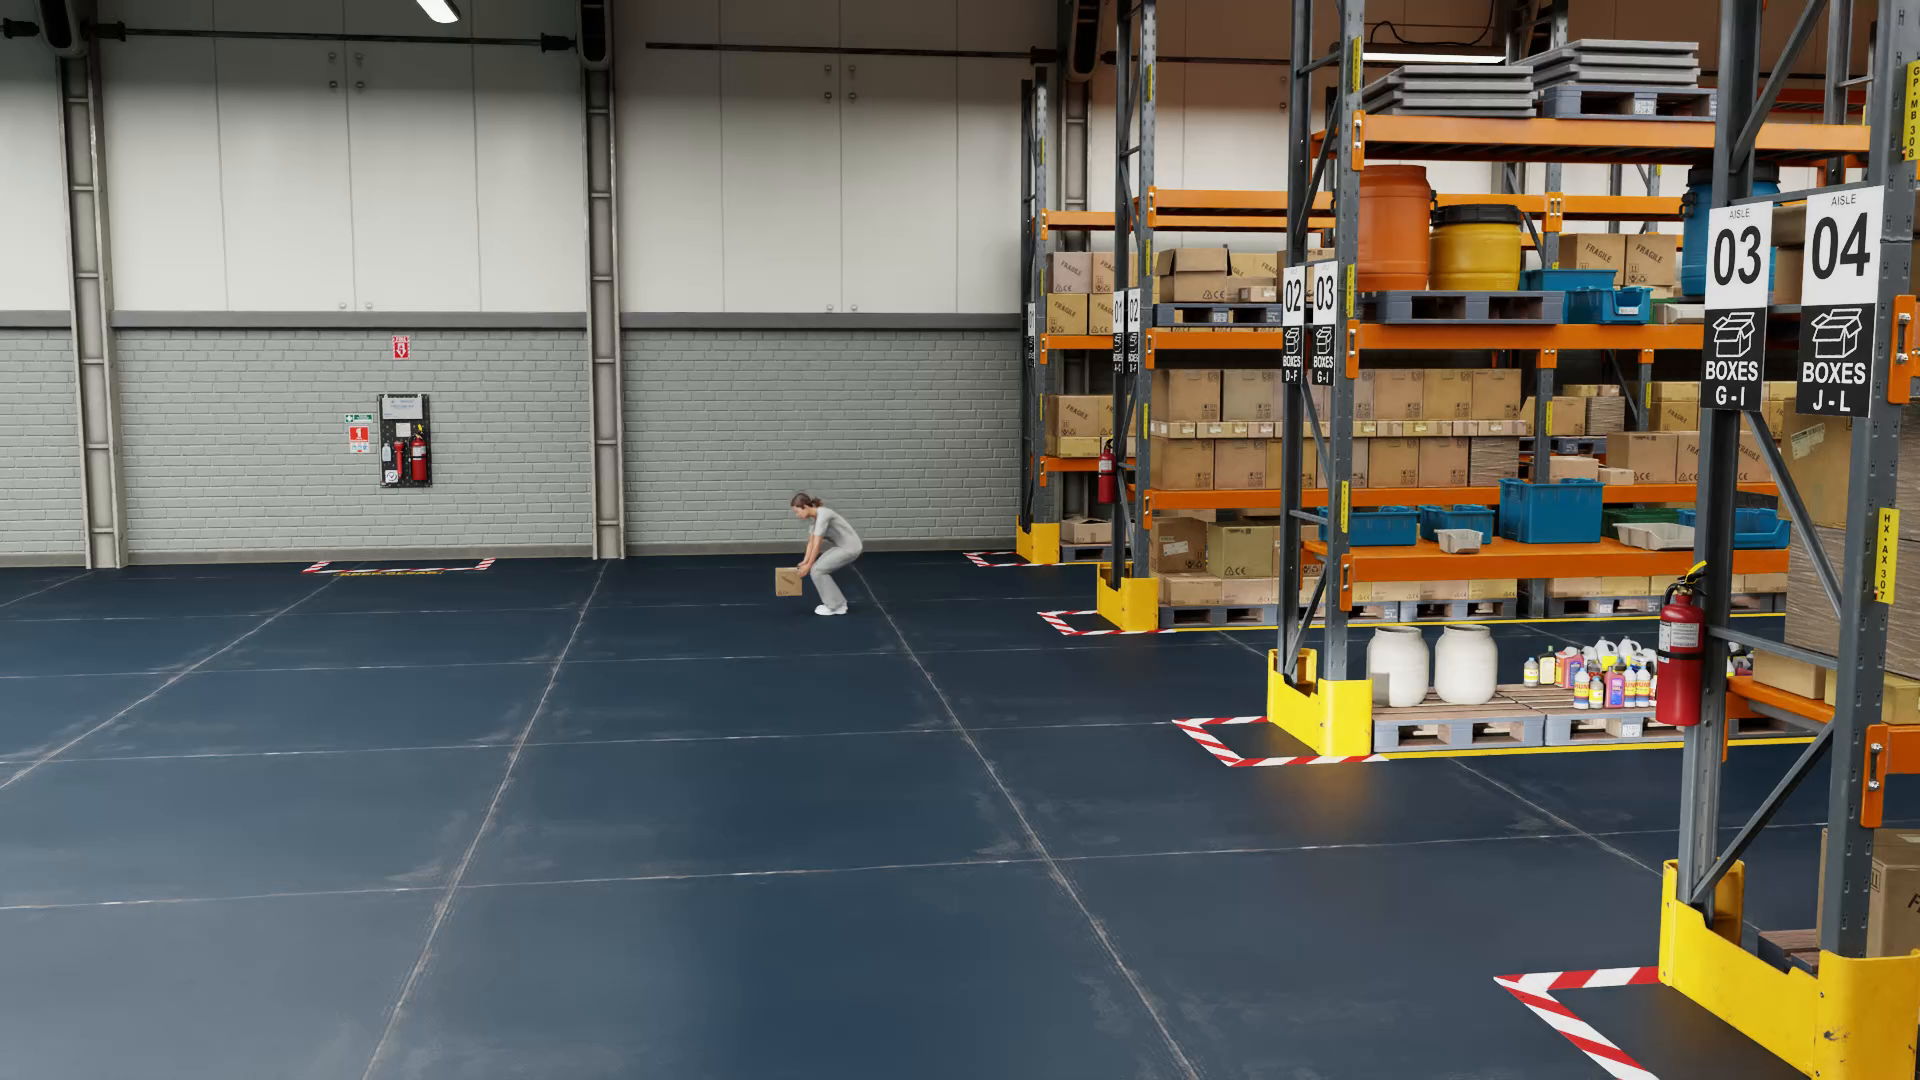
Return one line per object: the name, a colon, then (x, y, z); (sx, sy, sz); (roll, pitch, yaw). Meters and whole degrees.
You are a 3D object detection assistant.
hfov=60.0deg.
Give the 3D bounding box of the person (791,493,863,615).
person: (-1.331, 0.133, 16.652); (0.716, 1.221, 0.496); (-1, 7, -9)
